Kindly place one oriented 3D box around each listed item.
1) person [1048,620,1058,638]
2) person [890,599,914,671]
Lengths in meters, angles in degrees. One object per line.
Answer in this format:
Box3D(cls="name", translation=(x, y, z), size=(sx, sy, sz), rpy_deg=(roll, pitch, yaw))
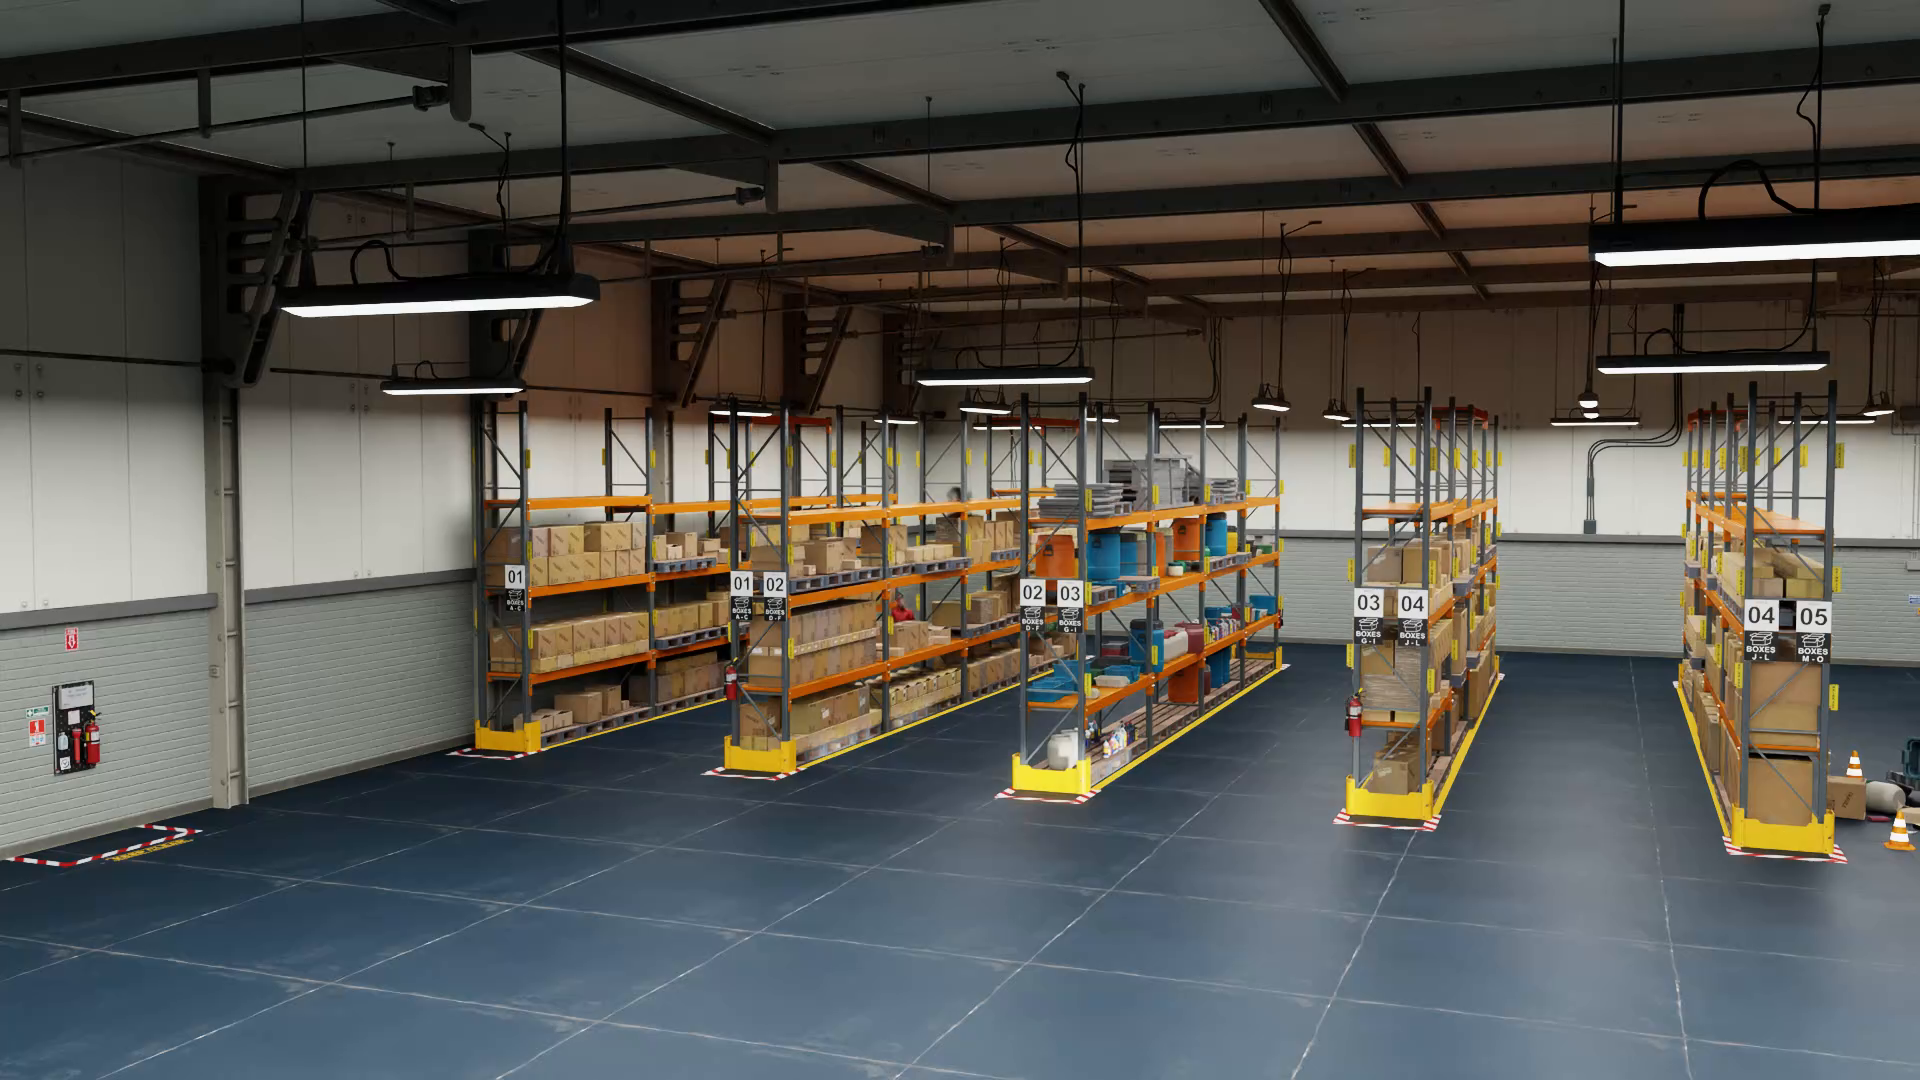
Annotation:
Box3D(cls="person", translation=(2.769, 1.967, 44.599), size=(0.969, 1.730, 0.655), rpy_deg=(2, 4, 41))
Box3D(cls="person", translation=(-1.410, 2.244, 39.549), size=(0.697, 1.683, 1.047), rpy_deg=(1, 3, 23))
